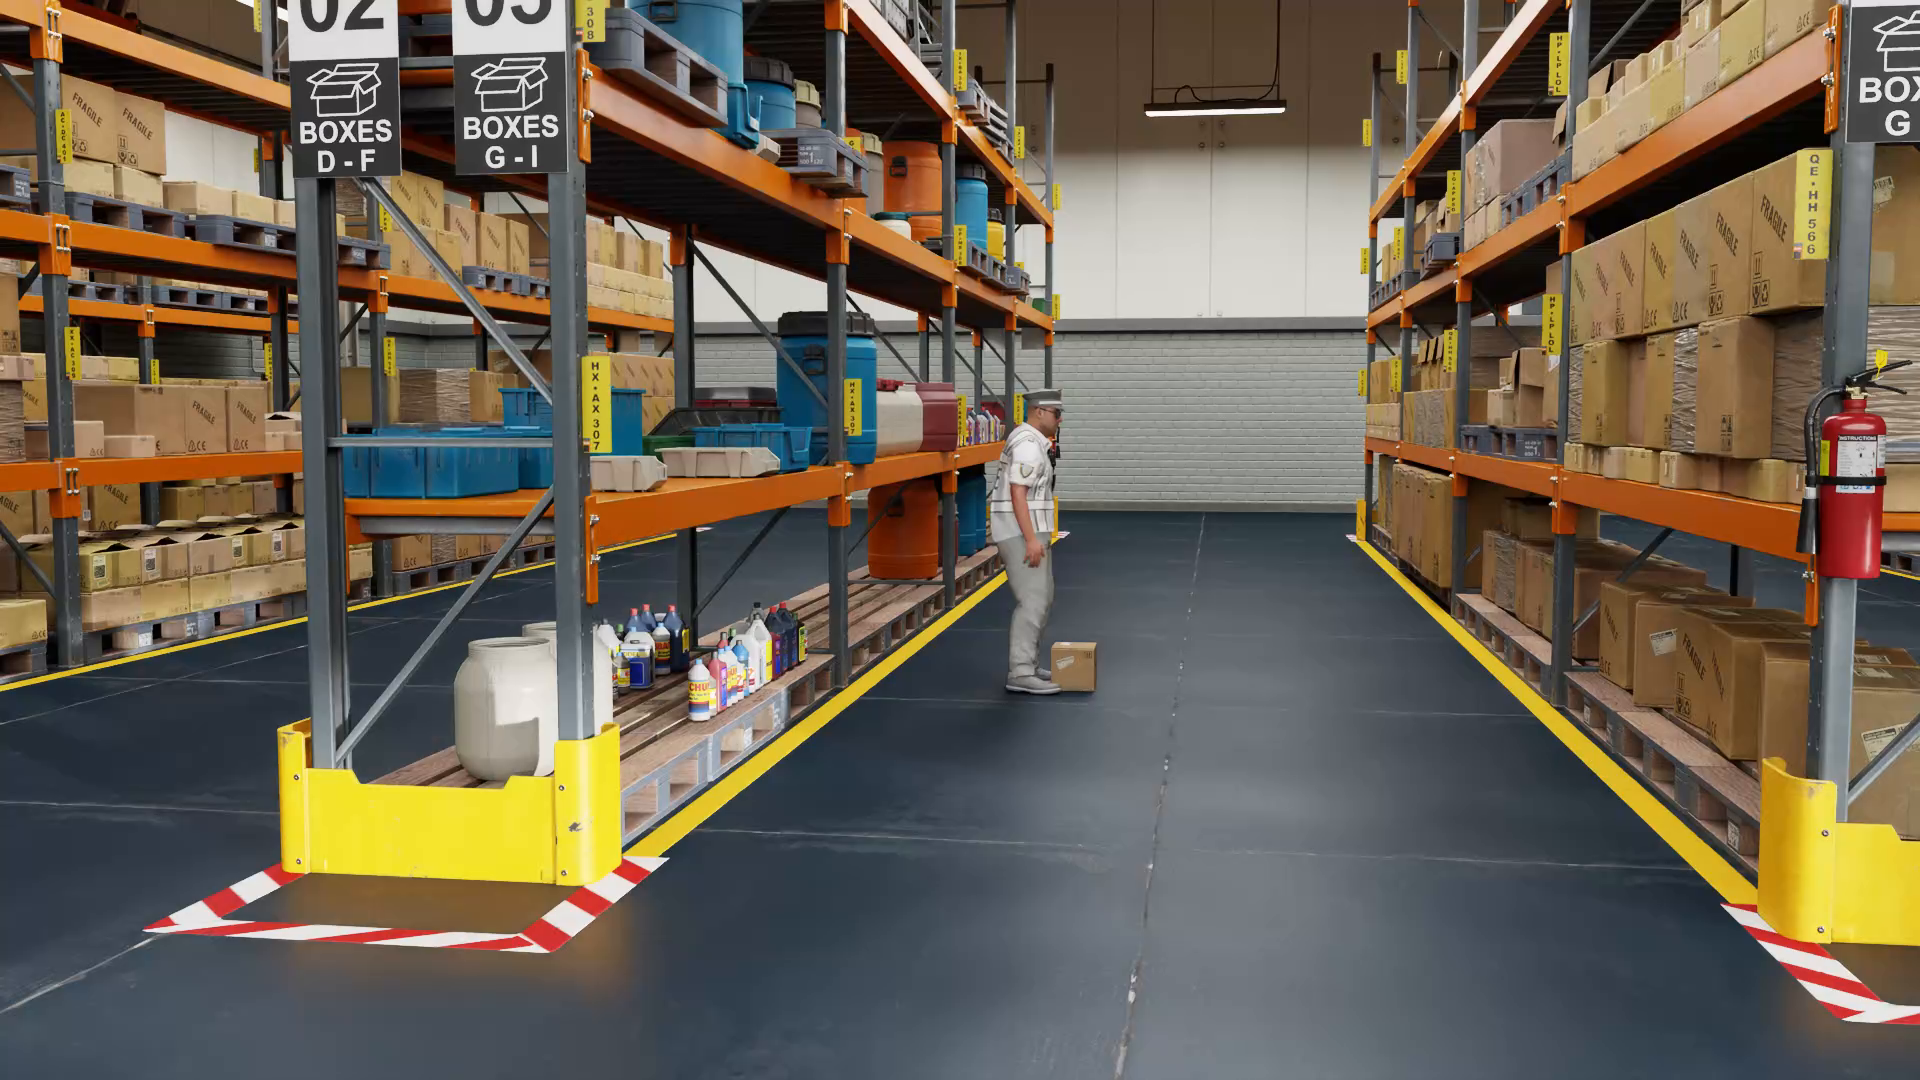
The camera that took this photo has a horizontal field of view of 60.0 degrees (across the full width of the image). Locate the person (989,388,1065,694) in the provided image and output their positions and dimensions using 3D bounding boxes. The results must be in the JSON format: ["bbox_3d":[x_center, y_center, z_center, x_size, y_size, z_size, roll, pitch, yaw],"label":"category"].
[{"bbox_3d":[0.393,-0.009,9.712,0.437,1.747,0.583,1,4,8],"label":"person"}]
